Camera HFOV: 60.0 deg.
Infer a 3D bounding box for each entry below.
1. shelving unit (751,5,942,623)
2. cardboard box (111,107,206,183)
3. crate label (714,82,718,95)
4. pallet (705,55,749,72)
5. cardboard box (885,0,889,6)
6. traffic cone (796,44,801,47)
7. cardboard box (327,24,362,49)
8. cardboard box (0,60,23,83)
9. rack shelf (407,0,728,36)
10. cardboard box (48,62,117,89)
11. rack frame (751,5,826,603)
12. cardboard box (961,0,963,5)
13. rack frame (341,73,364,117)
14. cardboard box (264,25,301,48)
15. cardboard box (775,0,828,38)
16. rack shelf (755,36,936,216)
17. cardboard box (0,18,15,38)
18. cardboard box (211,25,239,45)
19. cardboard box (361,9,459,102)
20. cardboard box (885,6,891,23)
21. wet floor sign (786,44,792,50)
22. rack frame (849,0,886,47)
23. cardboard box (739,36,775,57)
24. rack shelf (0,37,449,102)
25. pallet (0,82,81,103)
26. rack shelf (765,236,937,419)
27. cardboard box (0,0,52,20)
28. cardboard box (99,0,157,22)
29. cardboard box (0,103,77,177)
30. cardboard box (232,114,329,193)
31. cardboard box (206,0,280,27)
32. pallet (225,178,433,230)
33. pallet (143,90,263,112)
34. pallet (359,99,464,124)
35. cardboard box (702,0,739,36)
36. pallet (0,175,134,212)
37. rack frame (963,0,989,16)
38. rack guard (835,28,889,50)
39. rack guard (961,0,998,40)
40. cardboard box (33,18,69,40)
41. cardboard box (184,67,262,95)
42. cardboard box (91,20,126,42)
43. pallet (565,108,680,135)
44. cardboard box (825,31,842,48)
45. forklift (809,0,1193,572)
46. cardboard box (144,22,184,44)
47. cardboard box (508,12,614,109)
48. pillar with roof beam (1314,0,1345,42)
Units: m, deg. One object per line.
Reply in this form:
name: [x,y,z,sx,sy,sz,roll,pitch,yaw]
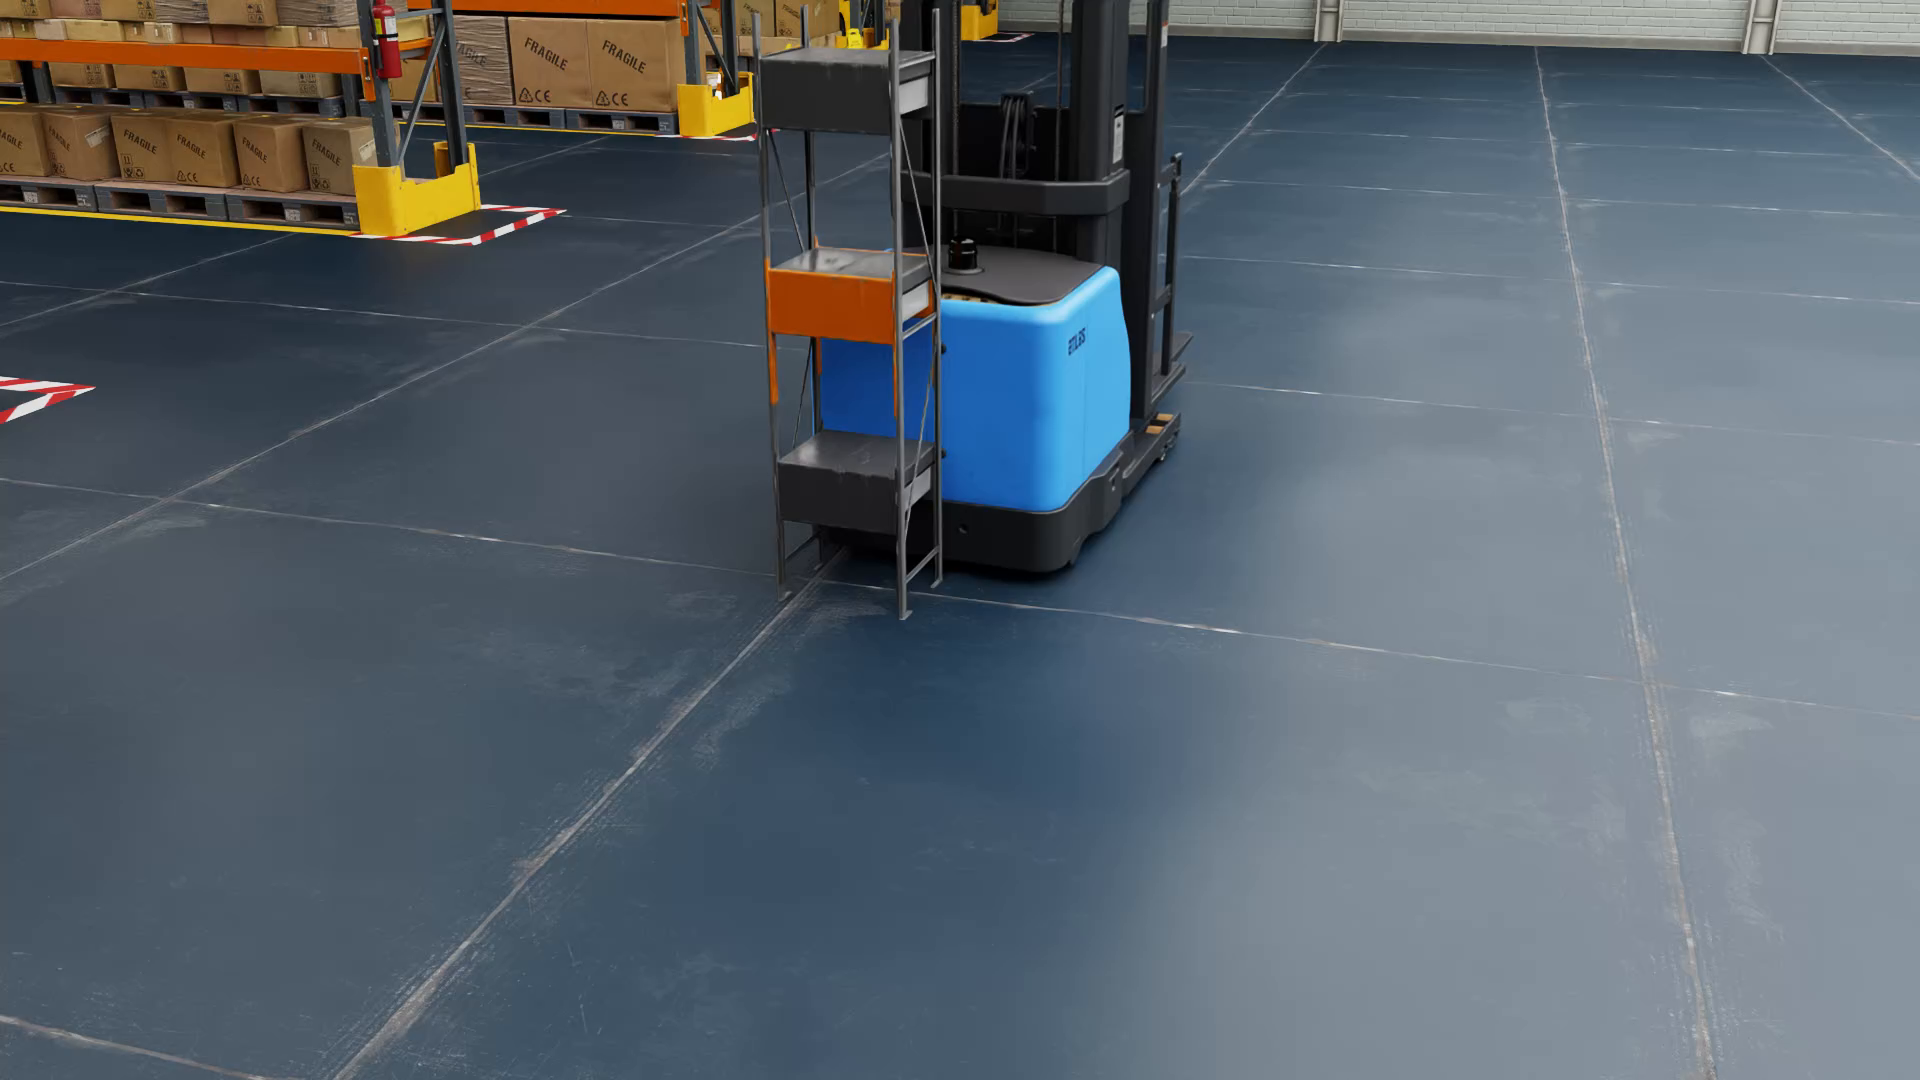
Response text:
shelving unit: [-0.373,-0.775,5.894,0.503,2.100,0.431,8,24,19]
cardboard box: [-6.330,-3.147,13.230,0.500,0.500,0.500,4,23,11]
crate label: [-2.727,-5.306,19.526,0.298,0.136,0.250,-5,23,-12]
pallet: [-3.181,-6.384,22.055,1.213,0.211,1.003,7,23,16]
cardboard box: [-1.280,-8.434,25.790,0.500,0.250,0.500,6,23,14]
traffic cone: [-1.961,-5.834,20.383,0.334,0.463,0.336,7,23,16]
cardboard box: [-4.372,-3.669,12.092,0.250,0.149,0.380,7,23,16]
cardboard box: [-10.875,-5.512,18.995,0.500,0.500,0.500,6,23,15]
rack shelf: [-4.425,-5.506,17.189,4.000,0.370,1.077,7,23,16]
cardboard box: [-9.612,-5.551,18.760,0.750,0.750,1.050,6,23,15]
rack frame: [-0.602,-0.808,5.972,0.015,2.100,0.400,8,24,19]
cardboard box: [-0.137,-8.514,25.984,0.500,0.250,0.500,7,23,16]
rack frame: [-6.339,-6.058,17.587,0.127,3.000,1.000,7,23,16]
cardboard box: [-4.865,-3.705,12.181,0.250,0.149,0.380,7,23,16]
cardboard box: [-2.019,-6.691,21.212,0.500,0.500,0.500,7,23,16]
rack shelf: [-0.373,-1.410,5.633,0.480,0.518,0.431,8,24,19]
cardboard box: [-7.267,-3.969,12.823,0.250,0.149,0.380,7,23,16]
cardboard box: [-5.328,-3.780,12.365,0.250,0.149,0.380,7,23,16]
cardboard box: [-5.758,-5.175,17.680,0.875,0.875,0.875,7,23,16]
cardboard box: [-1.237,-8.208,25.898,0.500,0.250,0.500,7,23,16]
wet floor sign: [-1.910,-5.247,18.710,0.232,0.644,0.267,3,22,6]
rack frame: [-1.177,-7.429,20.929,0.127,3.000,1.000,7,23,16]
cardboard box: [-2.522,-6.402,21.494,0.500,0.250,0.500,7,23,16]
rack shelf: [-5.954,-3.715,12.822,4.000,0.370,1.077,7,23,16]
pallet: [-10.917,-5.293,19.395,1.213,0.211,1.003,7,23,16]
rack shelf: [-0.373,-0.763,5.899,0.480,0.518,0.431,8,24,19]
cardboard box: [-6.988,-4.312,12.805,0.500,0.500,0.875,7,23,16]
cardboard box: [-6.013,-4.224,12.590,0.500,0.500,0.875,7,23,16]
cardboard box: [-7.498,-3.247,13.473,0.500,0.500,0.500,6,23,14]
cardboard box: [-5.215,-2.994,12.857,0.500,0.500,0.500,13,26,29]
cardboard box: [-5.071,-4.094,12.275,0.500,0.500,0.875,7,23,16]
pallet: [-4.880,-2.649,12.949,1.213,0.211,1.003,7,23,16]
pallet: [-8.272,-4.958,18.580,1.213,0.211,1.003,7,23,16]
pallet: [-5.634,-4.656,17.843,1.213,0.211,1.003,7,23,15]
cardboard box: [-3.001,-6.805,21.490,0.500,0.500,0.500,6,23,14]
pallet: [-7.216,-2.916,13.601,1.213,0.211,1.003,7,23,16]
rack frame: [0.253,-9.233,25.327,0.127,3.000,1.000,7,23,16]
rack guard: [-1.250,-6.281,21.424,0.348,0.500,1.175,7,23,16]
rack guard: [0.276,-8.074,25.795,0.348,0.500,1.175,7,23,16]
cardboard box: [-6.798,-3.902,12.662,0.250,0.149,0.380,7,23,16]
cardboard box: [-7.882,-5.354,18.281,0.750,0.750,1.050,7,23,15]
cardboard box: [-6.310,-3.858,12.555,0.250,0.149,0.380,7,23,16]
pallet: [-3.298,-4.389,17.191,1.213,0.211,1.003,7,23,15]
cardboard box: [-1.869,-6.540,21.832,0.500,0.250,0.500,6,23,15]
forklift: [0.399,-1.764,7.209,1.130,2.935,3.031,8,24,19]
cardboard box: [-5.838,-3.795,12.400,0.250,0.149,0.380,7,23,16]
cardboard box: [-4.021,-4.977,17.197,0.875,0.875,0.875,6,23,15]
pillar with roof beam: [4.348,-10.191,19.756,0.400,9.000,9.100,7,23,16]
